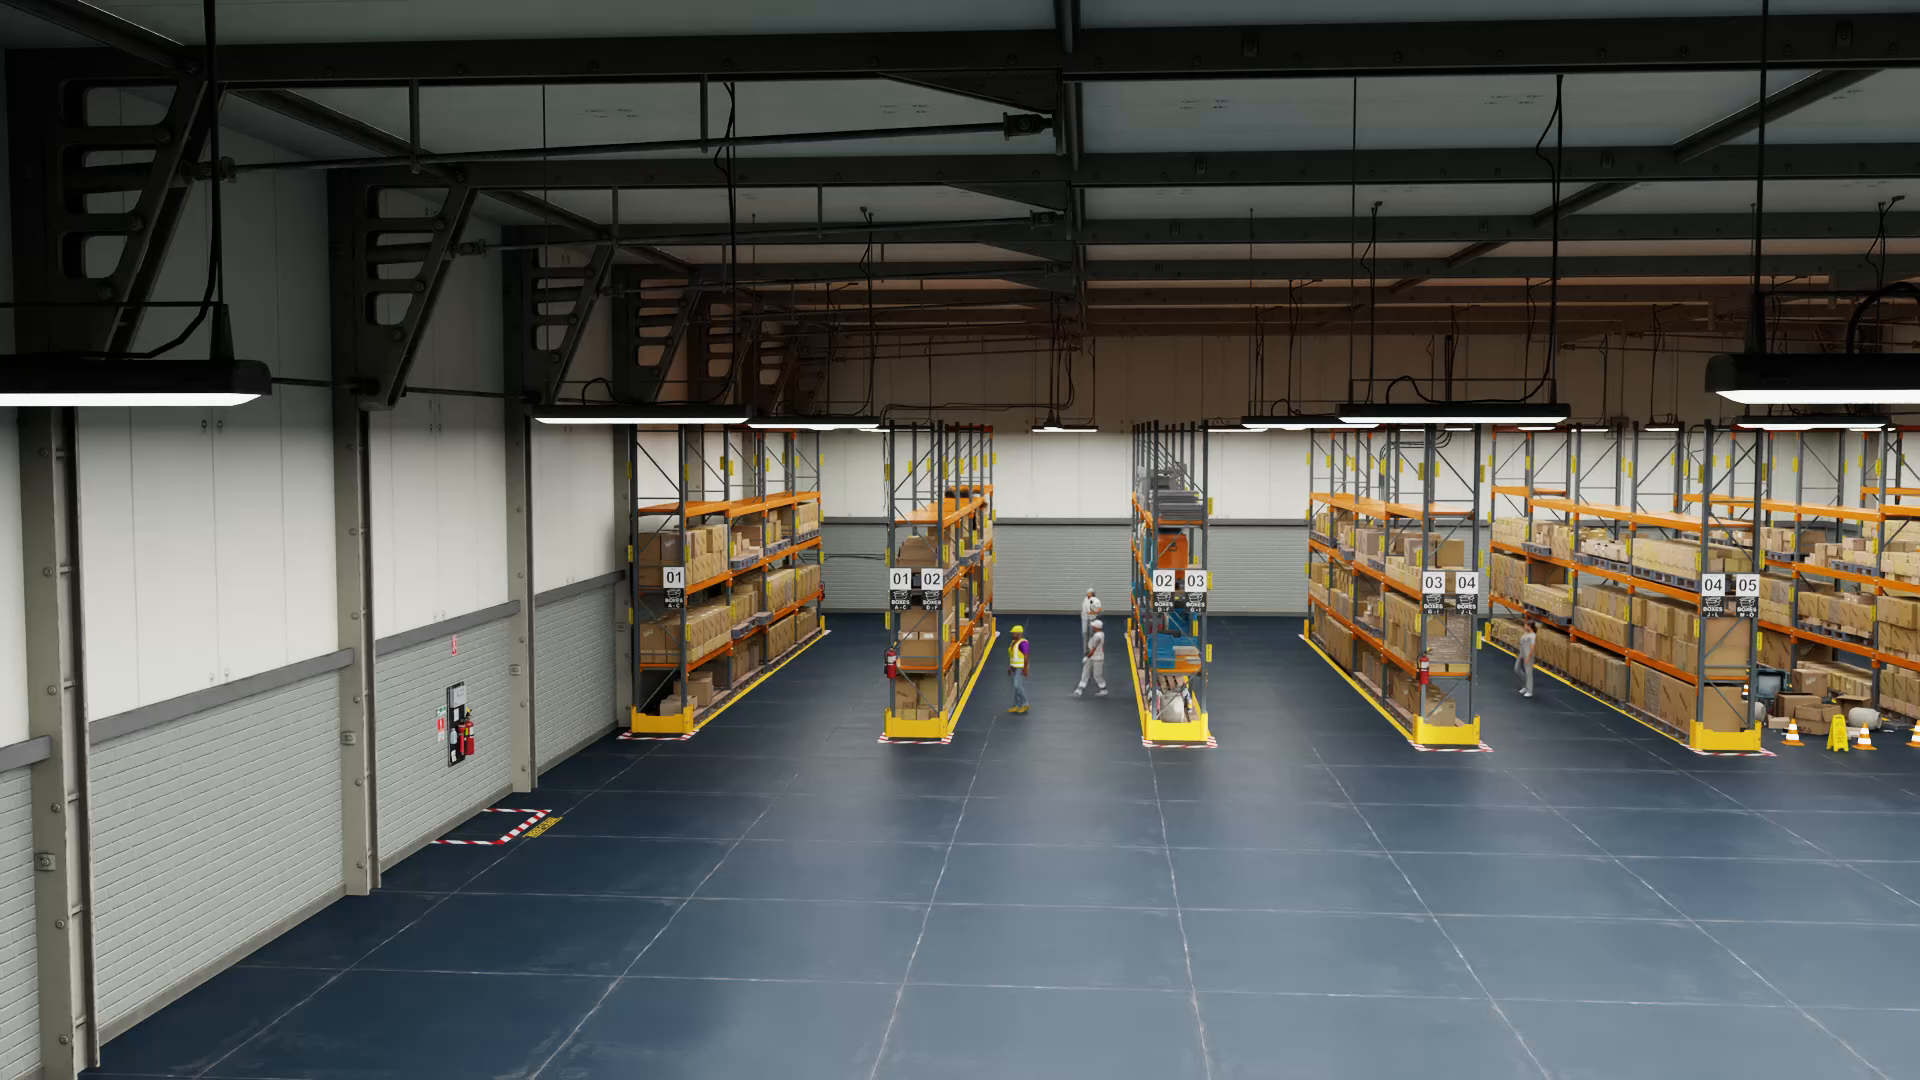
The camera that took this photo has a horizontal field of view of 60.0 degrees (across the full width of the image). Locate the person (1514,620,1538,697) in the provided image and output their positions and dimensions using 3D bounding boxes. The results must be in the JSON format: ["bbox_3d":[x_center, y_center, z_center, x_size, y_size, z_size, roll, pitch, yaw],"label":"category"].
[{"bbox_3d":[12.444,2.575,36.489,0.426,1.677,0.540,-1,4,-15],"label":"person"}]

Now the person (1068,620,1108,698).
[{"bbox_3d":[2.850,2.564,35.815,0.975,1.713,0.541,-2,4,-33],"label":"person"}]

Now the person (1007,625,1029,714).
[{"bbox_3d":[1.176,2.668,34.364,0.409,1.791,0.628,-2,4,-25],"label":"person"}]

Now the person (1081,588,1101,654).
[{"bbox_3d":[3.463,2.112,43.827,0.546,1.694,0.724,1,4,8],"label":"person"}]
